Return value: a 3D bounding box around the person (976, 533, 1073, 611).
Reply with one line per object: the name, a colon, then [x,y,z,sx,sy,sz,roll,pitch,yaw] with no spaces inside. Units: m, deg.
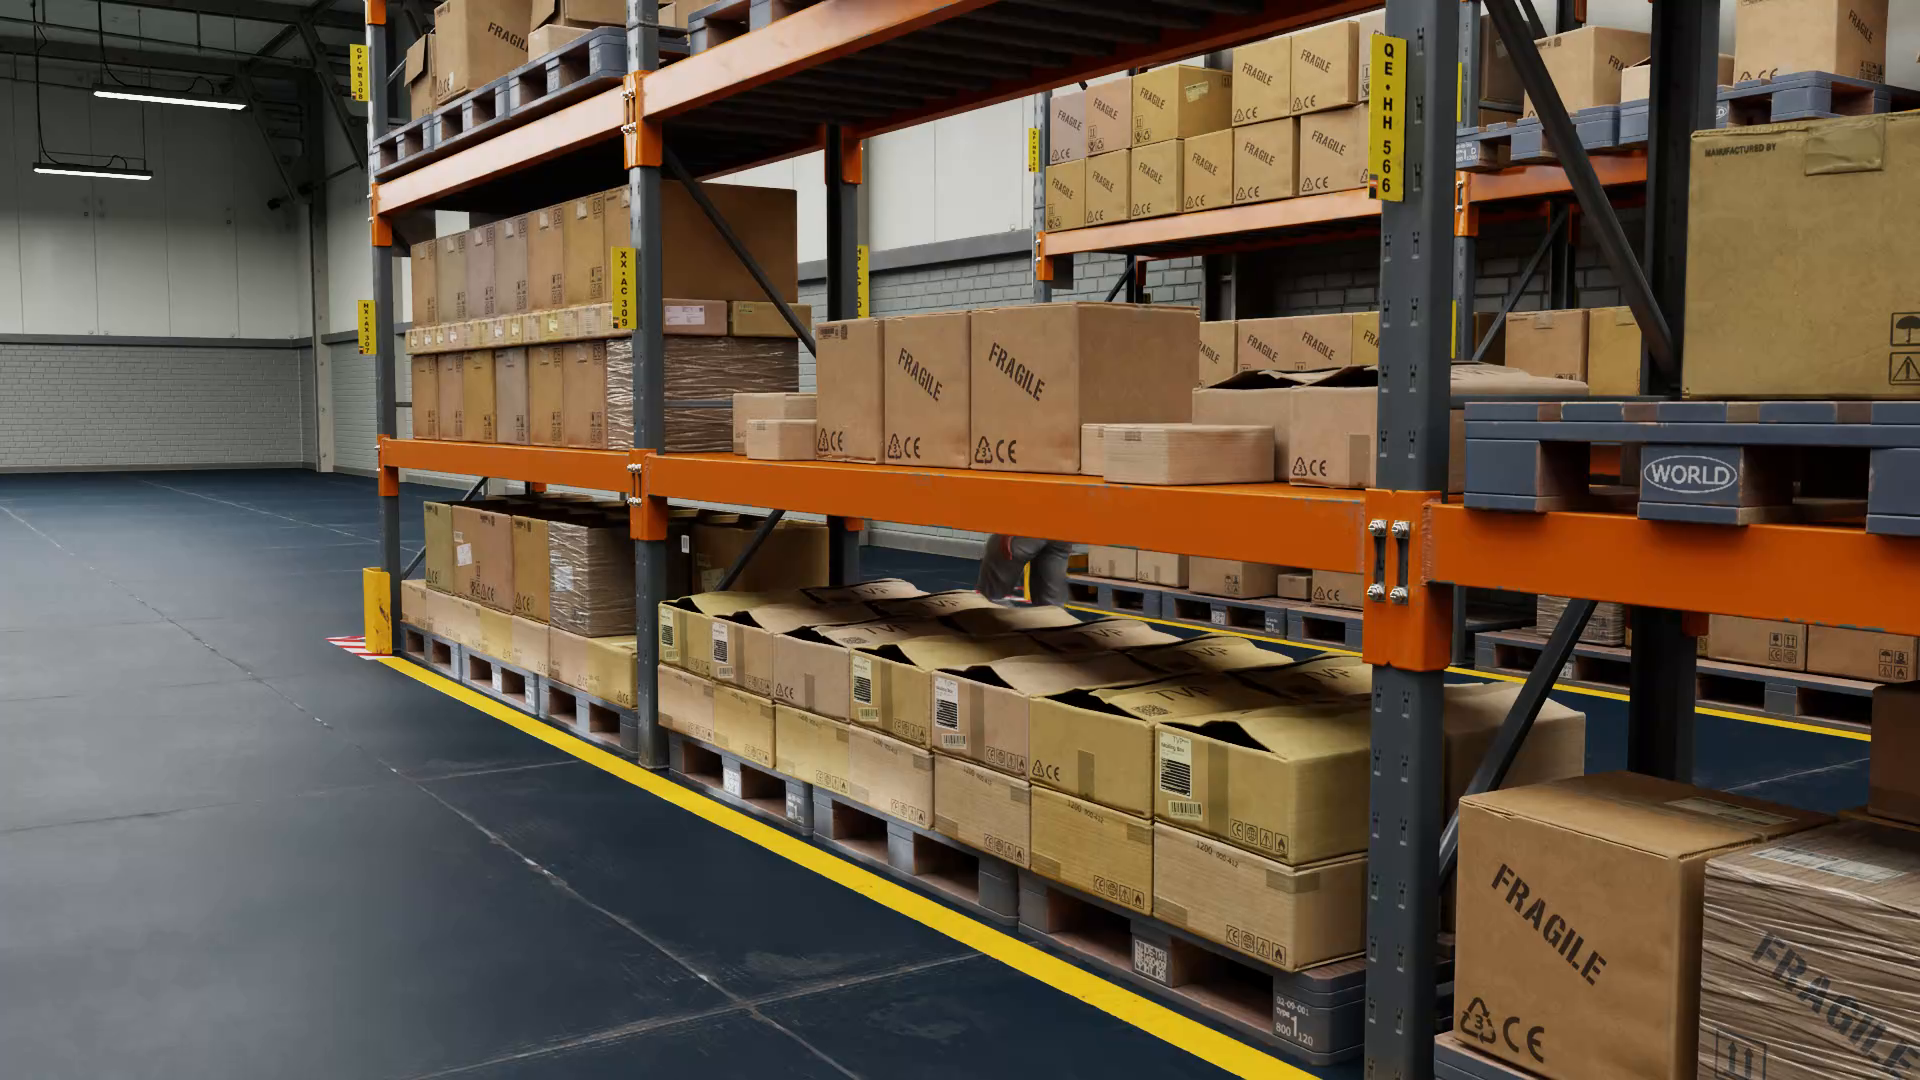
person: [0.375,-0.070,8.290,0.560,1.760,0.488,-4,6,-41]
